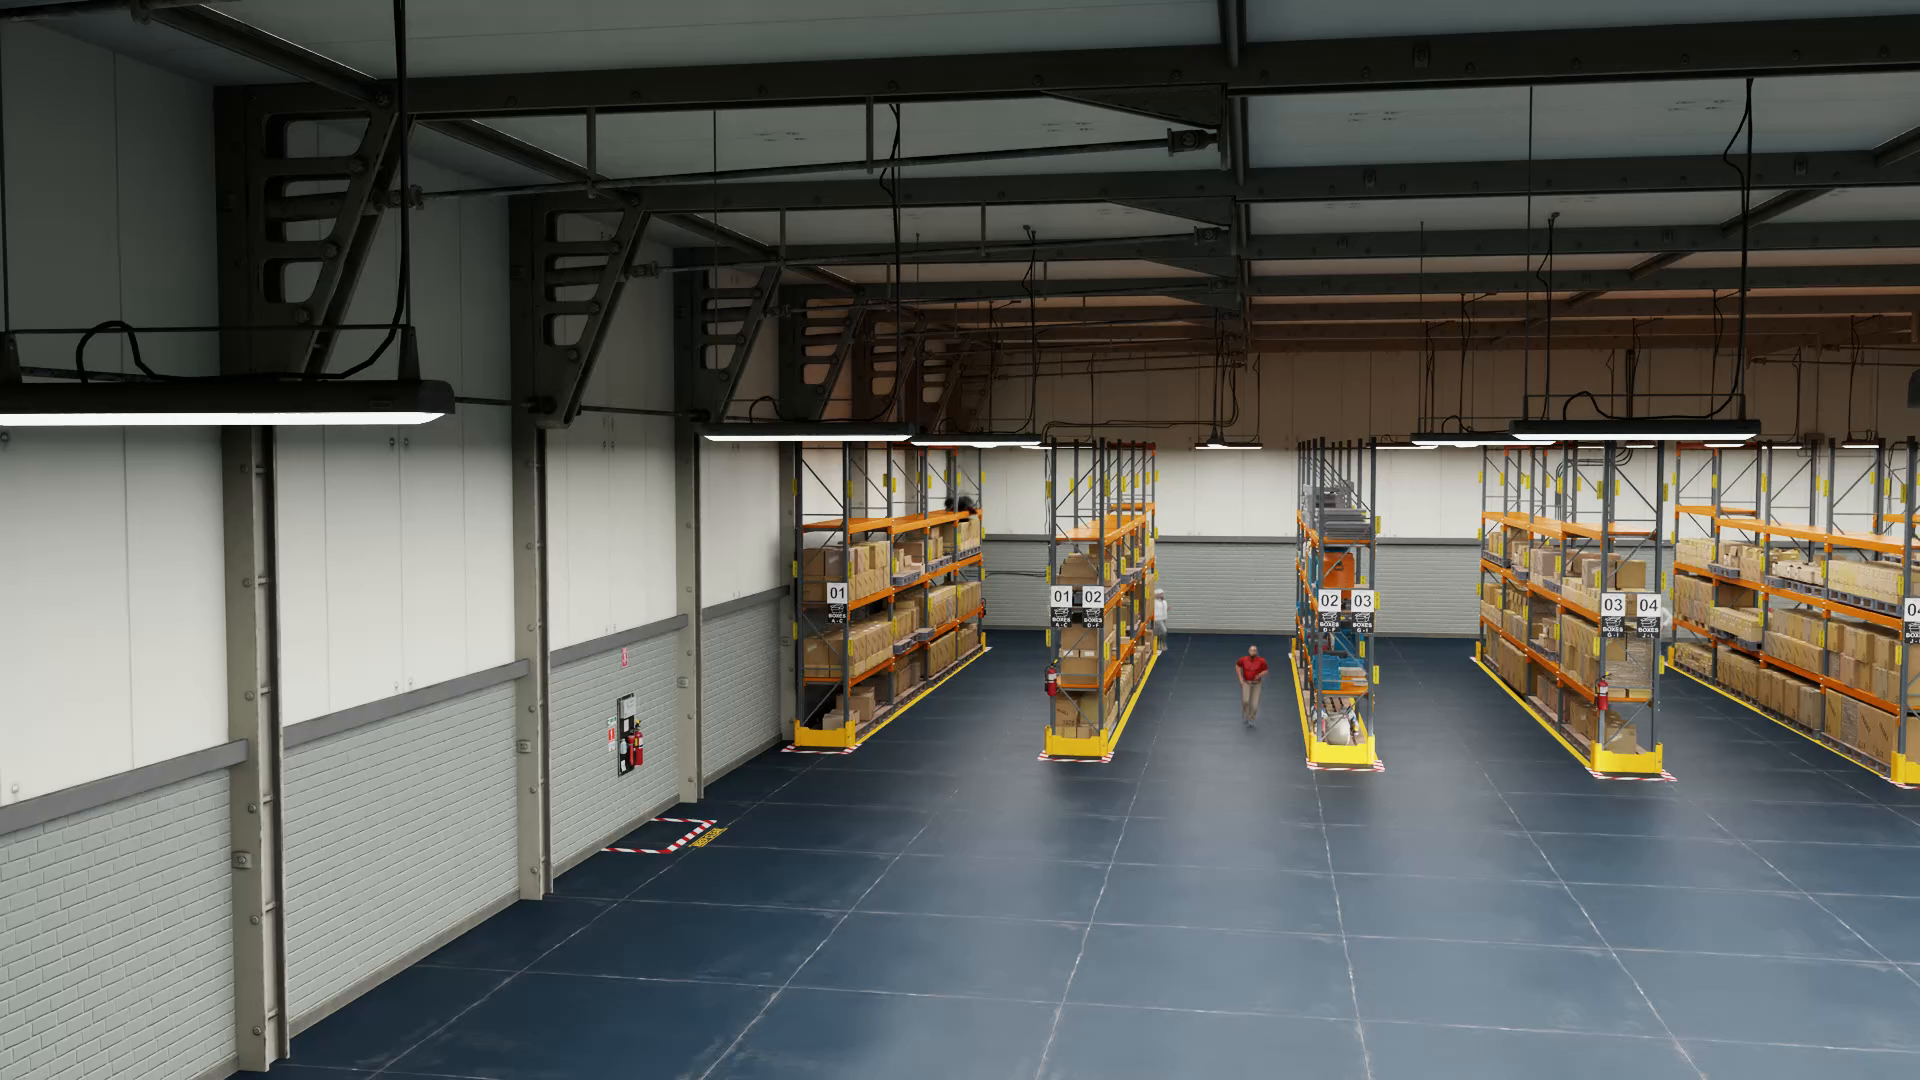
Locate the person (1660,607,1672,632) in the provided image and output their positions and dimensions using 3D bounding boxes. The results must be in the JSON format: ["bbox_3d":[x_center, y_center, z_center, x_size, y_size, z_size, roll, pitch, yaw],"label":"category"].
[{"bbox_3d":[18.995,2.461,45.445,0.722,1.789,0.775,-1,3,-16],"label":"person"}]

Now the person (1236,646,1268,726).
[{"bbox_3d":[6.078,3.040,34.599,0.655,1.686,0.695,0,3,8],"label":"person"}]

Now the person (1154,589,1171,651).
[{"bbox_3d":[5.758,2.314,47.996,0.750,1.829,0.656,3,4,43],"label":"person"}]

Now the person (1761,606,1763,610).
[{"bbox_3d":[20.843,2.567,43.332,0.657,1.741,0.600,1,3,10],"label":"person"}]
